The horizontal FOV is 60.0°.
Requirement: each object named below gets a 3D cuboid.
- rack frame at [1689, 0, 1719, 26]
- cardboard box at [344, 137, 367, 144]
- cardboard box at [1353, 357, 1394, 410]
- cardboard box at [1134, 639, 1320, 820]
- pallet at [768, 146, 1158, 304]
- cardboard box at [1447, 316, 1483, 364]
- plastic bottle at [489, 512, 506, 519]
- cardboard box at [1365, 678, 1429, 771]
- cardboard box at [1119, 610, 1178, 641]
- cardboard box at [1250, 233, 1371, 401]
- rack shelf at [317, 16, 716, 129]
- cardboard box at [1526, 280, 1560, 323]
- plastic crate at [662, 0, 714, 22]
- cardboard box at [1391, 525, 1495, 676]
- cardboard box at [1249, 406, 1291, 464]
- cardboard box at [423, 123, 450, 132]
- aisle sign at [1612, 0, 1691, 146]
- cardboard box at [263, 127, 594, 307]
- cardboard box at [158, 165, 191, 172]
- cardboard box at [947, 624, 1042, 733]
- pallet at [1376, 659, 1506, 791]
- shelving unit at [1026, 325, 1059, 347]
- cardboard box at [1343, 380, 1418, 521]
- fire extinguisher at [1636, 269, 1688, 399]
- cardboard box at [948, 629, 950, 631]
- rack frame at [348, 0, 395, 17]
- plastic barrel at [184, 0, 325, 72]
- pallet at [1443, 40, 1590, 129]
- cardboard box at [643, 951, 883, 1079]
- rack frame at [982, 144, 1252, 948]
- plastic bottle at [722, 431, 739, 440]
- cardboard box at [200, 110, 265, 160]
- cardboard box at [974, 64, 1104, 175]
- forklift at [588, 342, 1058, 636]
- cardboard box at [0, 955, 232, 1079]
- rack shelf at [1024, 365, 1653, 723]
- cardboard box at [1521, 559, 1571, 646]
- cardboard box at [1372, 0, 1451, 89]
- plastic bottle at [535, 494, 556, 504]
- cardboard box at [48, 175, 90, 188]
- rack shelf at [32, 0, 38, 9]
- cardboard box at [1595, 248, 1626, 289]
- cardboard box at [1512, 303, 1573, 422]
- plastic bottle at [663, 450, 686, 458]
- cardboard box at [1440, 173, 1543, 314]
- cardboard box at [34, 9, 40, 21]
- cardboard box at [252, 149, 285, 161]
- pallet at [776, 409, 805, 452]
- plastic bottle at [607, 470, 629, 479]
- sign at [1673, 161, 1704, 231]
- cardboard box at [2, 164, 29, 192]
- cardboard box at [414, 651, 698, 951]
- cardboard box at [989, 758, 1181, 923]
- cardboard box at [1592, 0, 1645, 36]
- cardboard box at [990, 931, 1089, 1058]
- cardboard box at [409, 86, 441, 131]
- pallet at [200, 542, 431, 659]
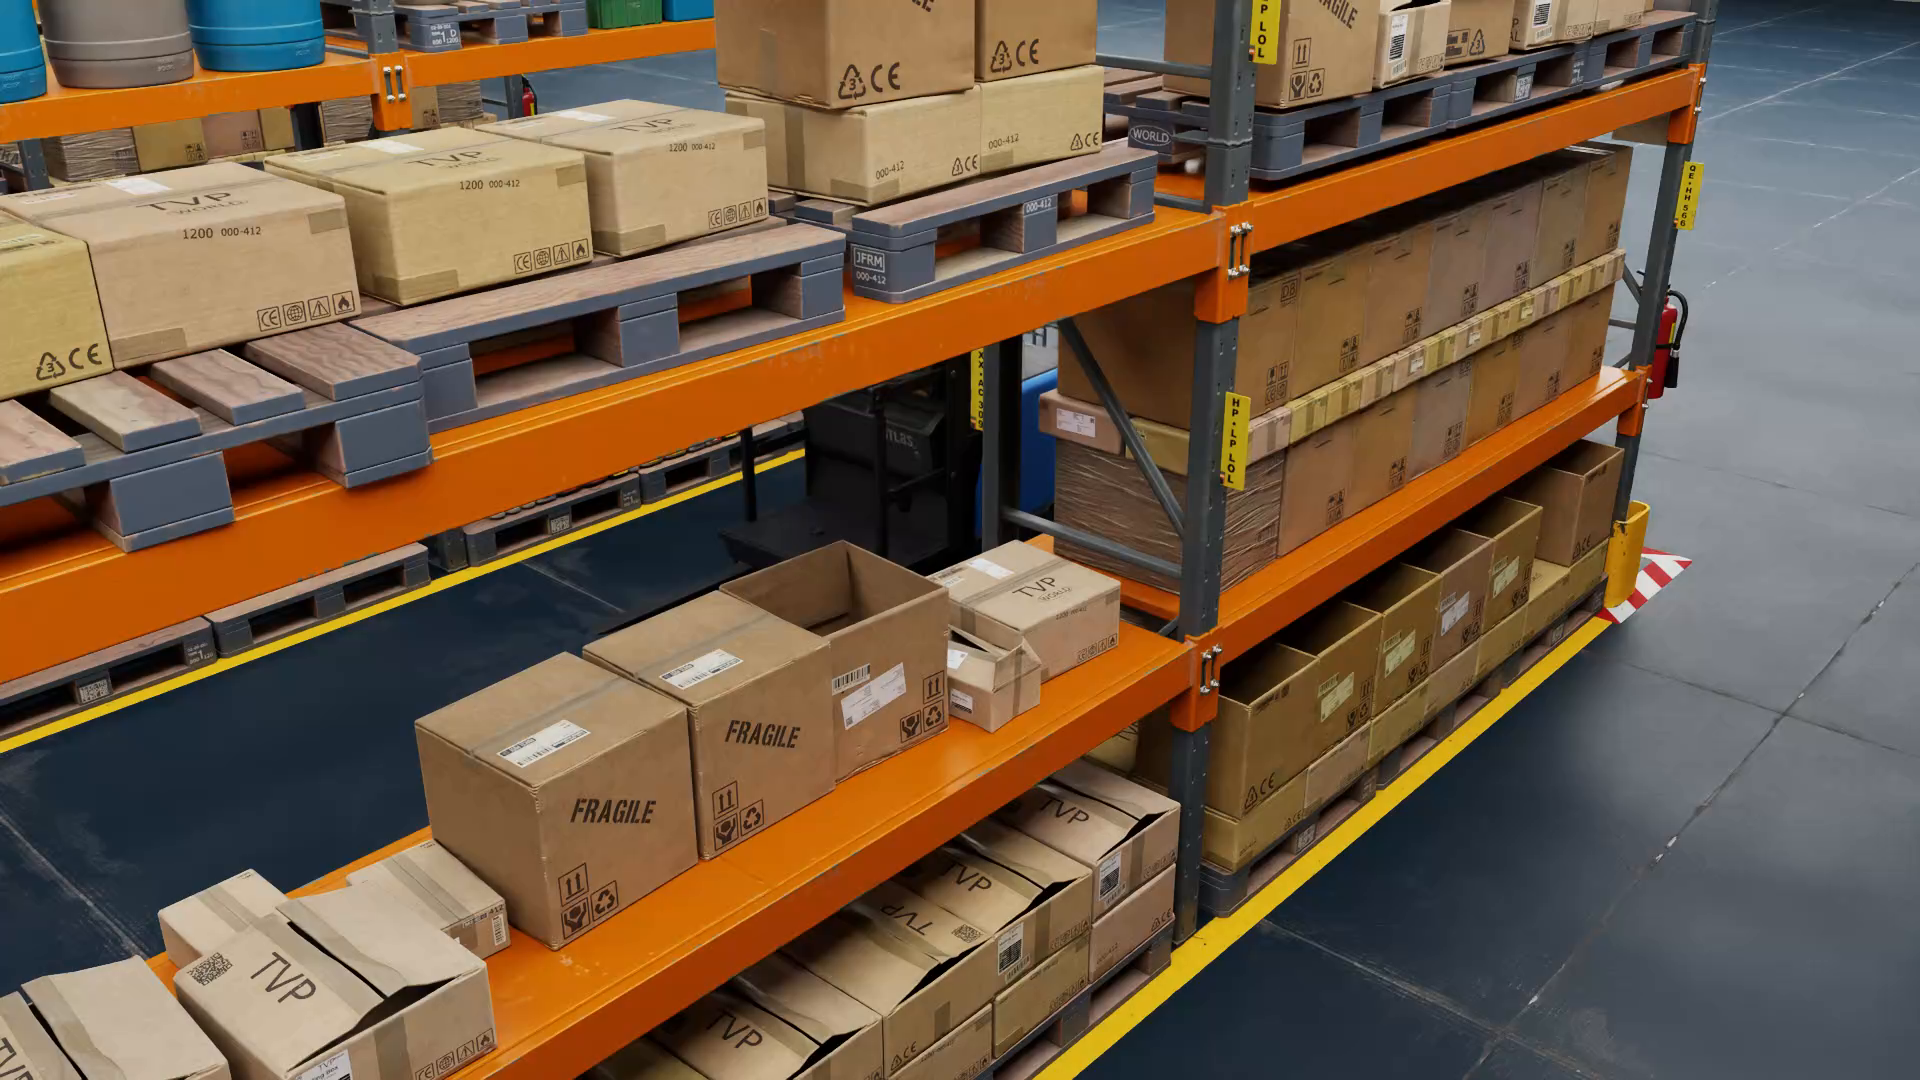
[{"bbox_3d":[3.164,-3.934,7.525,1.000,3.000,0.127,20,31,38],"label":"rack frame"},{"bbox_3d":[-5.069,-3.260,13.661,0.380,0.149,0.250,20,31,38],"label":"cardboard box"},{"bbox_3d":[1.499,-0.660,6.641,0.380,0.149,0.250,19,30,36],"label":"cardboard box"},{"bbox_3d":[1.037,0.687,6.482,0.500,0.500,0.500,20,31,38],"label":"cardboard box"},{"bbox_3d":[-0.085,-0.987,4.853,0.805,0.209,1.217,19,30,36],"label":"pallet"},{"bbox_3d":[2.017,-0.897,7.169,0.380,0.149,0.250,20,31,37],"label":"cardboard box"},{"bbox_3d":[-2.653,-0.265,9.471,0.097,0.271,0.097,0,24,0],"label":"plastic bottle"},{"bbox_3d":[1.704,0.725,7.315,0.500,0.250,0.500,20,31,38],"label":"cardboard box"},{"bbox_3d":[0.983,0.393,7.139,0.500,0.500,0.500,20,31,38],"label":"cardboard box"},{"bbox_3d":[1.122,-0.907,6.398,0.700,0.500,0.500,20,31,37],"label":"cardboard box"},{"bbox_3d":[-1.857,-2.981,9.946,1.077,0.370,4.000,20,31,38],"label":"rack shelf"},{"bbox_3d":[2.537,-1.136,7.702,0.380,0.149,0.250,21,31,38],"label":"cardboard box"},{"bbox_3d":[-1.571,-3.249,9.682,0.392,0.384,0.575,20,31,38],"label":"plastic crate"},{"bbox_3d":[2.036,0.229,7.503,0.500,0.500,0.500,20,31,38],"label":"cardboard box"},{"bbox_3d":[0.985,-0.425,6.117,0.380,0.149,0.250,21,31,38],"label":"cardboard box"},{"bbox_3d":[-4.543,-3.479,14.149,0.380,0.149,0.250,20,31,38],"label":"cardboard box"},{"bbox_3d":[3.426,-2.323,8.087,0.394,0.787,0.004,20,31,38],"label":"aisle sign"},{"bbox_3d":[-1.188,-0.741,3.739,0.500,0.250,0.500,19,31,37],"label":"cardboard box"},{"bbox_3d":[-6.031,-2.788,12.609,0.380,0.149,0.250,20,31,38],"label":"cardboard box"},{"bbox_3d":[0.044,0.401,5.353,0.396,0.266,0.258,19,31,36],"label":"cardboard box"},{"bbox_3d":[1.870,0.690,7.953,1.003,0.211,1.213,20,31,38],"label":"pallet"},{"bbox_3d":[0.470,-0.769,10.000,0.258,1.200,0.189,19,31,37],"label":"shelving unit"},{"bbox_3d":[1.470,-0.475,7.020,0.700,0.500,0.500,21,31,38],"label":"cardboard box"},{"bbox_3d":[3.589,-1.071,8.566,0.296,0.674,0.183,20,31,38],"label":"fire extinguisher"},{"bbox_3d":[-0.250,0.351,5.608,0.380,0.149,0.250,20,31,38],"label":"cardboard box"},{"bbox_3d":[-3.192,-4.069,7.826,1.000,3.000,0.127,20,31,38],"label":"rack frame"},{"bbox_3d":[-3.370,-2.715,7.860,0.600,0.901,0.708,20,31,38],"label":"plastic barrel"},{"bbox_3d":[1.858,-1.943,6.860,1.003,0.211,1.213,20,31,38],"label":"pallet"},{"bbox_3d":[-0.578,1.495,4.912,0.500,0.311,0.500,20,31,37],"label":"cardboard box"},{"bbox_3d":[0.494,0.022,6.035,1.000,3.000,0.127,20,31,38],"label":"rack frame"},{"bbox_3d":[-1.486,-0.792,10.632,0.061,0.283,0.133,21,32,39],"label":"plastic bottle"},{"bbox_3d":[-5.916,-3.308,12.976,0.875,0.500,0.500,20,31,38],"label":"cardboard box"},{"bbox_3d":[0.076,-1.285,4.953,0.500,0.250,0.500,-20,31,-38],"label":"cardboard box"},{"bbox_3d":[-0.597,-1.063,8.539,1.130,2.935,3.031,20,31,37],"label":"forklift"},{"bbox_3d":[-1.900,1.182,3.555,0.500,0.311,0.500,-22,32,-40],"label":"cardboard box"},{"bbox_3d":[1.829,-0.259,7.541,1.077,0.370,4.000,20,31,38],"label":"rack shelf"},{"bbox_3d":[2.701,0.266,8.338,0.500,0.250,0.500,20,31,38],"label":"cardboard box"},{"bbox_3d":[1.387,-1.808,5.873,0.500,0.311,0.500,18,30,35],"label":"cardboard box"},{"bbox_3d":[-2.458,-0.373,9.707,0.152,0.276,0.135,22,32,39],"label":"plastic bottle"},{"bbox_3d":[-6.513,-2.553,12.084,0.380,0.149,0.250,20,31,38],"label":"cardboard box"},{"bbox_3d":[-5.546,-4.334,12.963,1.077,0.370,4.000,20,31,38],"label":"rack shelf"},{"bbox_3d":[3.051,-1.370,8.224,0.380,0.149,0.250,20,31,37],"label":"cardboard box"},{"bbox_3d":[2.496,-0.942,8.063,0.700,0.500,0.500,21,32,39],"label":"cardboard box"},{"bbox_3d":[-1.811,-0.700,10.345,0.144,0.351,0.185,22,32,40],"label":"plastic bottle"},{"bbox_3d":[2.125,-1.364,7.418,0.700,0.500,0.500,20,31,38],"label":"cardboard box"},{"bbox_3d":[-9.144,-5.223,16.230,0.875,0.550,0.500,20,31,38],"label":"cardboard box"},{"bbox_3d":[-5.522,-3.014,13.112,0.380,0.149,0.250,20,31,38],"label":"cardboard box"},{"bbox_3d":[-1.084,-0.996,11.713,1.003,0.211,1.213,20,31,38],"label":"pallet"},{"bbox_3d":[-2.077,-0.522,10.030,0.061,0.283,0.133,22,32,40],"label":"plastic bottle"},{"bbox_3d":[3.559,-1.681,8.127,0.100,0.325,0.005,20,31,38],"label":"sign"},{"bbox_3d":[-6.956,-2.715,12.447,0.380,0.149,0.250,20,31,38],"label":"cardboard box"},{"bbox_3d":[-1.068,0.679,4.446,0.500,0.500,0.500,18,30,35],"label":"cardboard box"},{"bbox_3d":[0.437,1.031,5.947,0.500,0.311,0.500,20,31,38],"label":"cardboard box"},{"bbox_3d":[2.592,-2.330,7.112,0.500,0.250,0.500,20,31,38],"label":"cardboard box"},{"bbox_3d":[0.094,1.444,5.710,0.500,0.250,0.500,20,31,37],"label":"cardboard box"},{"bbox_3d":[-4.843,-3.739,13.937,0.875,0.500,0.500,20,31,38],"label":"cardboard box"},{"bbox_3d":[-3.687,0.191,9.067,1.003,0.211,1.213,20,31,38],"label":"pallet"}]
